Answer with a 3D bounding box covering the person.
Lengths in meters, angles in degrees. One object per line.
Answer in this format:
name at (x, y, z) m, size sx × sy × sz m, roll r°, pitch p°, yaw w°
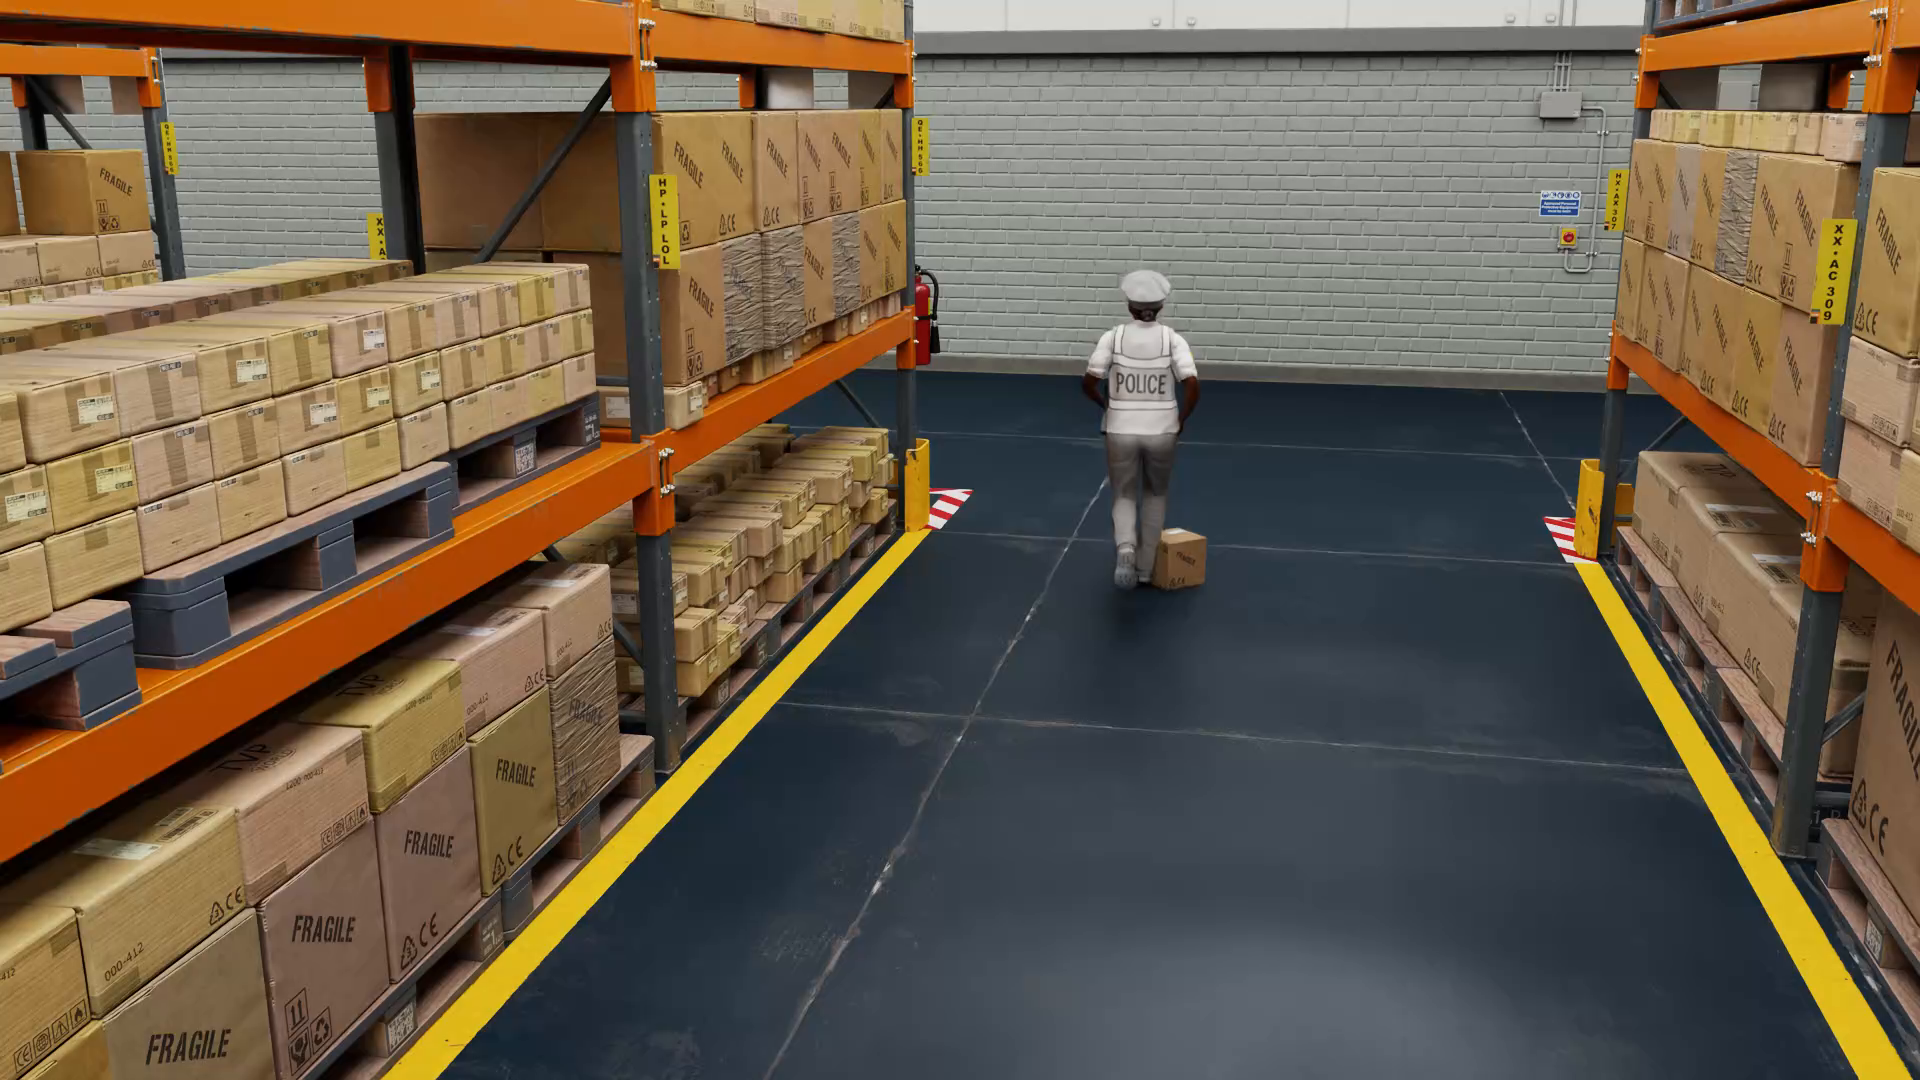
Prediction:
person at (0.916, -0.529, 8.530) m, size 0.606 × 1.686 × 0.687 m, roll 1°, pitch 15°, yaw 6°
